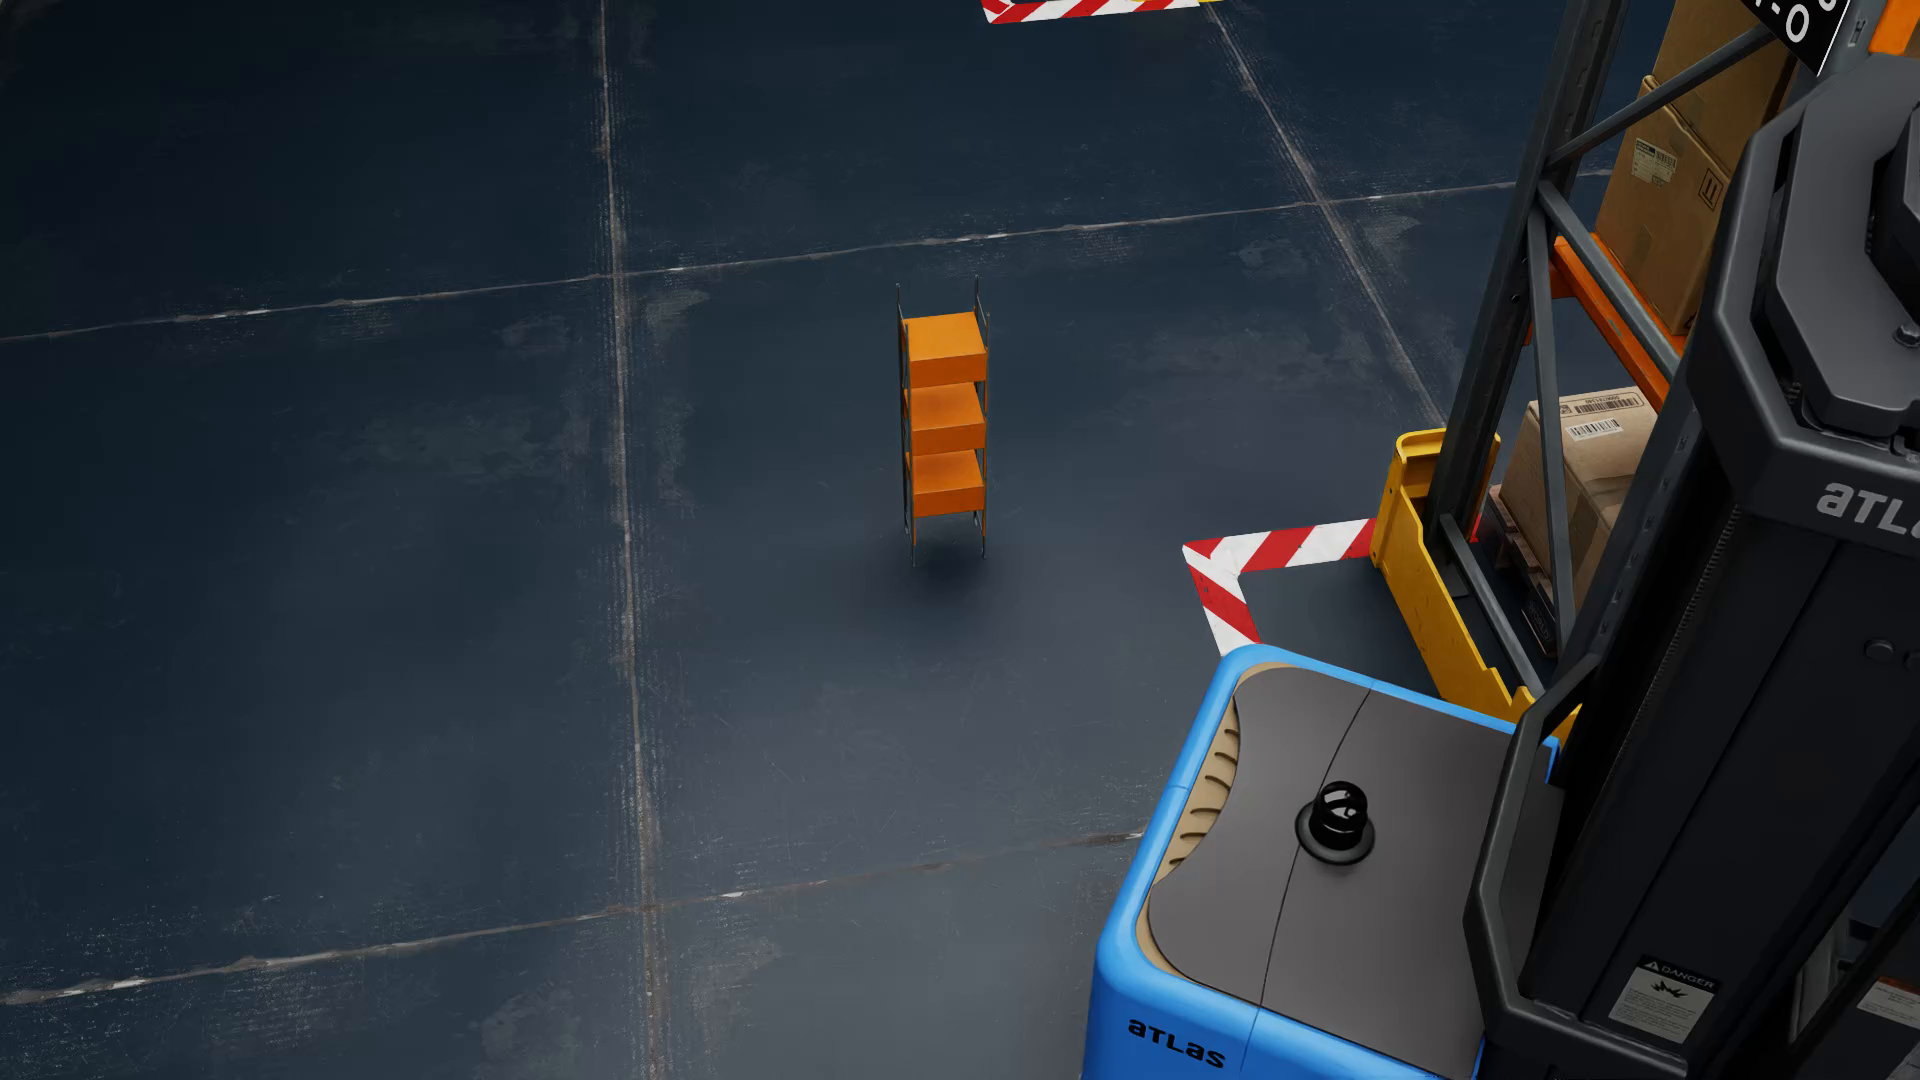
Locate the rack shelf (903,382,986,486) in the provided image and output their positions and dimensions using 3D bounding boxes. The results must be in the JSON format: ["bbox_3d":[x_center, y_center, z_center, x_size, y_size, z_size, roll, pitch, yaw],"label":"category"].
[{"bbox_3d":[-0.053,-0.350,5.373,0.240,0.259,0.215,-7,46,-7],"label":"rack shelf"}]

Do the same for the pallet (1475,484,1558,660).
[{"bbox_3d":[2.461,0.171,5.439,1.213,0.211,1.003,-7,46,-7],"label":"pallet"}]

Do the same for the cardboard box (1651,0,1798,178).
[{"bbox_3d":[2.120,-1.253,4.110,0.500,0.500,0.500,-6,46,-5],"label":"cardboard box"}]

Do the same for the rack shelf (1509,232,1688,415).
[{"bbox_3d":[3.657,-0.639,4.782,4.000,0.370,1.077,-7,46,-7],"label":"rack shelf"}]

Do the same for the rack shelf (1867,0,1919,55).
[{"bbox_3d":[3.657,-1.680,3.702,4.000,0.370,1.077,-7,46,-7],"label":"rack shelf"}]

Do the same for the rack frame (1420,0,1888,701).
[{"bbox_3d":[1.686,-0.643,4.286,0.127,3.000,1.000,-7,46,-7],"label":"rack frame"}]

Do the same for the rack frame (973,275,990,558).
[{"bbox_3d":[0.067,-0.373,5.380,0.008,1.050,0.200,-7,46,-7],"label":"rack frame"}]

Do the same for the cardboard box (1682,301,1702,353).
[{"bbox_3d":[2.208,-0.533,4.111,0.500,0.500,0.500,-7,47,-7],"label":"cardboard box"}]

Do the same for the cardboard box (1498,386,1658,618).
[{"bbox_3d":[2.319,-0.052,5.204,0.875,0.438,0.875,-9,47,-8],"label":"cardboard box"}]

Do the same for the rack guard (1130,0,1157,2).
[{"bbox_3d":[0.911,-3.307,8.589,0.348,0.500,1.175,-7,46,-7],"label":"rack guard"}]

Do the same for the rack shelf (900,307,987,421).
[{"bbox_3d":[-0.053,-0.547,5.169,0.240,0.259,0.215,-7,46,-7],"label":"rack shelf"}]

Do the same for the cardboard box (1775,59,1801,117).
[{"bbox_3d":[2.208,-0.881,3.752,0.500,0.500,0.500,-8,47,-8],"label":"cardboard box"}]

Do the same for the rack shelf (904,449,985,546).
[{"bbox_3d":[-0.053,-0.158,5.573,0.240,0.259,0.215,-7,46,-7],"label":"rack shelf"}]

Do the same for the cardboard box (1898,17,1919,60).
[{"bbox_3d":[2.083,-1.097,3.509,0.250,0.149,0.380,-6,46,-6],"label":"cardboard box"}]

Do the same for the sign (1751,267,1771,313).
[{"bbox_3d":[1.775,-0.576,3.566,0.005,0.325,0.100,-7,46,-7],"label":"sign"}]

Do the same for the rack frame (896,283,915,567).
[{"bbox_3d":[-0.173,-0.343,5.351,0.008,1.050,0.200,-7,46,-7],"label":"rack frame"}]

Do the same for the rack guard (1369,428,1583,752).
[{"bbox_3d":[1.662,0.227,5.184,0.348,0.500,1.175,-7,46,-7],"label":"rack guard"}]

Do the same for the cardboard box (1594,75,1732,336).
[{"bbox_3d":[2.116,-0.925,4.488,0.500,0.500,0.500,-7,46,-7],"label":"cardboard box"}]

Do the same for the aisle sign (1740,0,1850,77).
[{"bbox_3d":[1.665,-1.330,3.143,0.004,0.787,0.394,-7,46,-7],"label":"aisle sign"}]

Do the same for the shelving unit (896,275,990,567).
[{"bbox_3d":[-0.053,-0.358,5.366,0.252,1.050,0.215,-7,46,-7],"label":"shelving unit"}]

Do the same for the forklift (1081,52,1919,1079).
[{"bbox_3d":[1.832,0.710,3.031,3.031,2.935,1.130,18,49,16],"label":"forklift"}]
